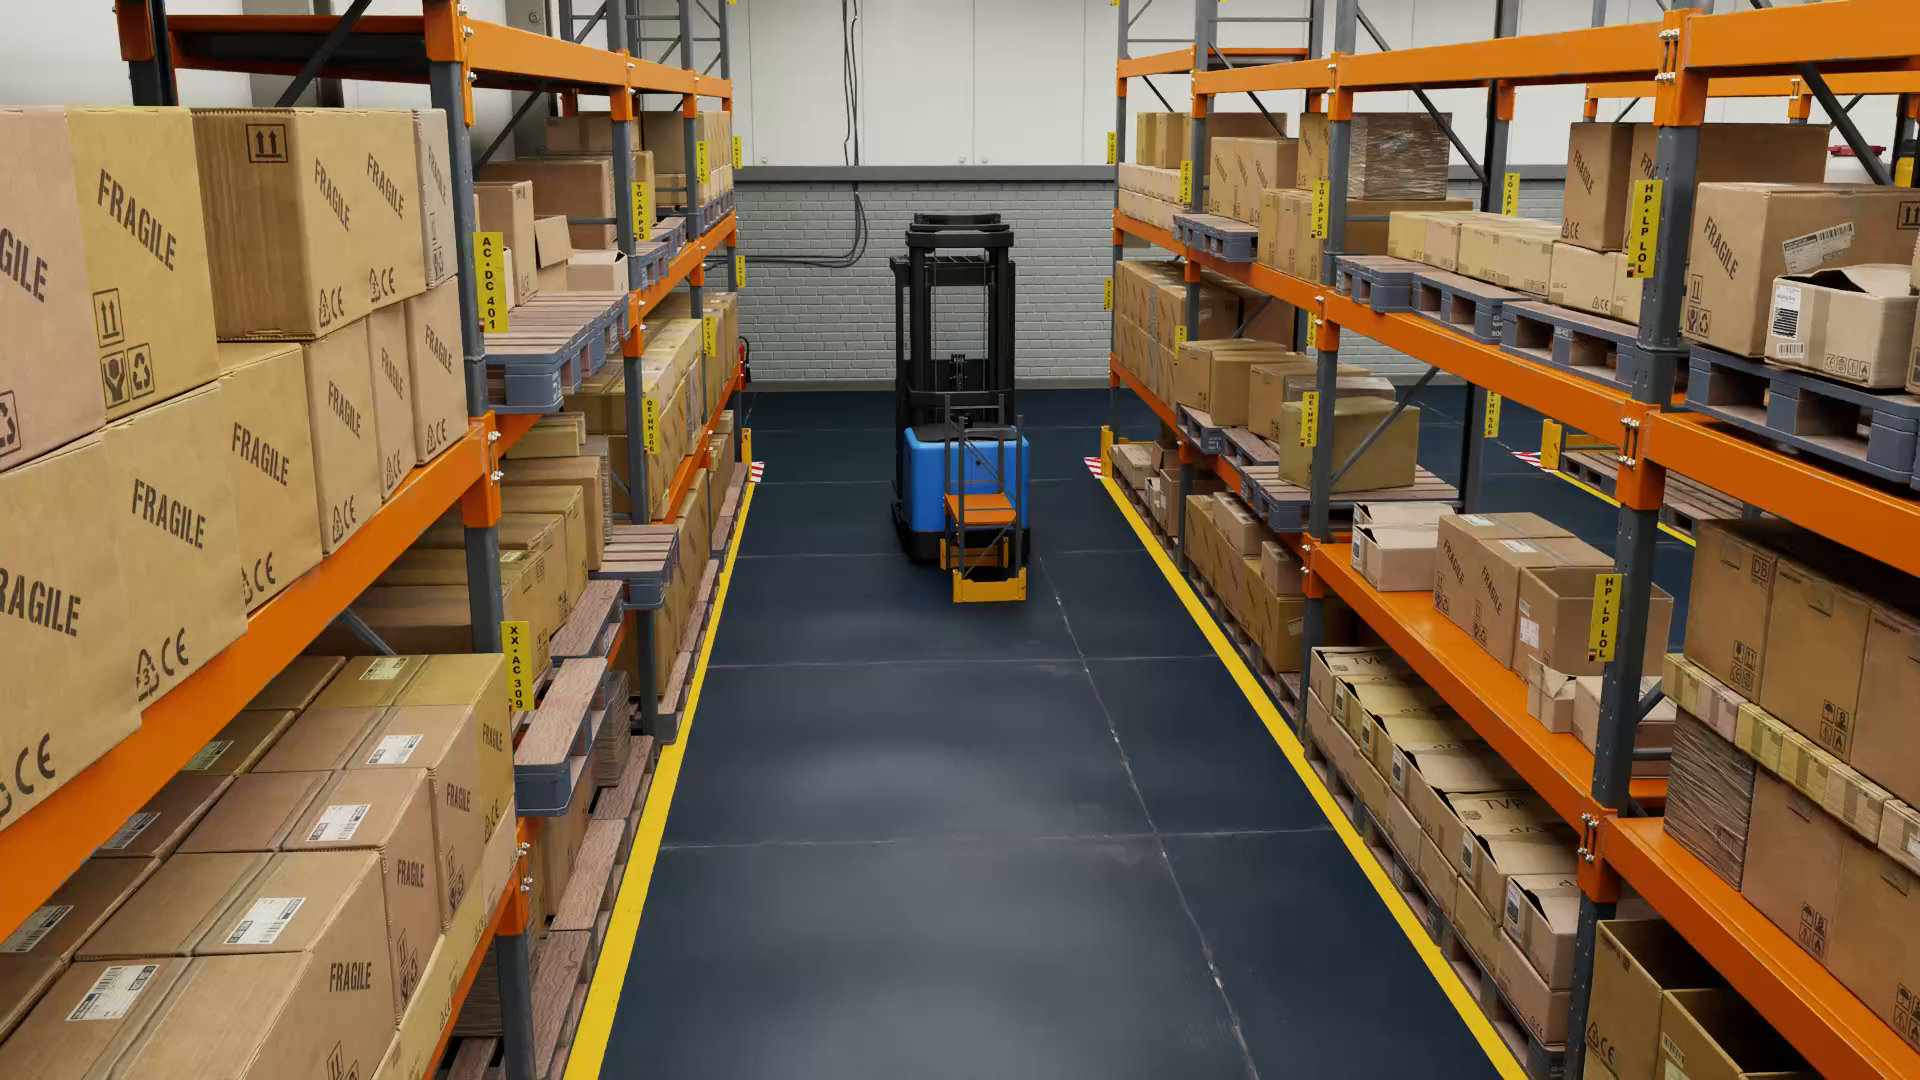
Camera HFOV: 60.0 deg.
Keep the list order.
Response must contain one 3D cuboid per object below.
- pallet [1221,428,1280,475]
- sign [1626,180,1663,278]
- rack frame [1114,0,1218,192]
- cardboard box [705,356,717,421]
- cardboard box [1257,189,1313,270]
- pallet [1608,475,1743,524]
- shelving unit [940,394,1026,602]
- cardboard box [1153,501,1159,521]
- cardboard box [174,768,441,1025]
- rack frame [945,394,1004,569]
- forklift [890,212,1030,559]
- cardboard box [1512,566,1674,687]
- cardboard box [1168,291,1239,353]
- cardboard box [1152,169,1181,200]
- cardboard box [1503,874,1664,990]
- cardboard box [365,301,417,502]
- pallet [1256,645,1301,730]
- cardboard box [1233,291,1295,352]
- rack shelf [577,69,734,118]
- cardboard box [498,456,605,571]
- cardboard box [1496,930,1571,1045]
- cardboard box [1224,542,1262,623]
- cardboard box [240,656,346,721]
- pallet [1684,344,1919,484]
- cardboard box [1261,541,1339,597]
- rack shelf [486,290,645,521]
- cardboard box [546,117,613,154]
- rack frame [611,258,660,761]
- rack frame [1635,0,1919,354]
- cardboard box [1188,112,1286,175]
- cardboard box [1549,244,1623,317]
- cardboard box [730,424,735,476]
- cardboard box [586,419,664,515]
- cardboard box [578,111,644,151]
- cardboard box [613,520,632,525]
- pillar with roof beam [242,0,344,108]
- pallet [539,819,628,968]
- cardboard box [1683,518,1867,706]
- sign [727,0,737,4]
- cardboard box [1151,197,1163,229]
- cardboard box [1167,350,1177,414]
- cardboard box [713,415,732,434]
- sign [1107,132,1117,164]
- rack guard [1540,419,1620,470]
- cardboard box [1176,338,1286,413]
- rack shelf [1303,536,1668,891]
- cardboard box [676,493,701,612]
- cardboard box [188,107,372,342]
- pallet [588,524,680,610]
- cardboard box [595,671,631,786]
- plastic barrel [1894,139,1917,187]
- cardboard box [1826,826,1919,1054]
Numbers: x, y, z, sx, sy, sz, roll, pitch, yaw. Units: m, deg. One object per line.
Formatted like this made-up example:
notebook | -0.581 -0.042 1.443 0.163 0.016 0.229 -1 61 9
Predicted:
pallet | 2.489 -0.593 11.921 1.003 0.211 1.213 -1 14 -3
sign | 2.321 -1.052 5.631 0.100 0.325 0.005 -1 14 -3
rack frame | 2.118 -5.097 17.002 1.000 3.000 0.127 -1 14 -3
cardboard box | -2.595 -1.400 14.071 0.980 0.700 0.700 -1 14 -3
cardboard box | 2.489 -2.068 11.046 0.910 0.500 0.500 -1 14 -3
pallet | 7.147 -0.409 16.415 1.003 0.211 1.213 -1 14 -3
shelving unit | 0.179 -0.368 13.670 0.587 1.500 1.083 -2 15 -6
cardboard box | 1.964 -0.259 15.076 0.380 0.149 0.250 -1 14 -3
cardboard box | -1.687 0.932 4.365 0.500 0.500 0.500 -1 14 -5
rack frame | 0.121 -0.491 14.150 0.500 1.500 0.032 -2 15 -6
forklift | -0.071 -1.575 15.490 1.130 2.935 3.031 -2 15 -6
cardboard box | 2.798 0.422 7.391 0.500 0.500 0.500 0 14 1
cardboard box | 2.076 -1.852 14.220 0.500 0.500 0.500 -1 14 -3
cardboard box | 2.009 -3.185 14.887 0.500 0.250 0.500 -1 14 -3
cardboard box | 2.550 1.553 6.745 0.500 0.311 0.500 -1 14 -3
cardboard box | -1.786 -0.393 4.498 0.500 0.500 0.500 -2 15 -8
pallet | 2.605 0.962 11.088 1.003 0.211 1.213 -1 14 -3
cardboard box | 2.618 -1.851 14.219 0.500 0.500 0.500 -1 14 -2
rack shelf | -2.702 -3.981 14.908 1.077 0.370 4.000 -1 14 -3
cardboard box | -2.229 -0.131 8.657 0.700 0.500 0.500 -2 15 -9
cardboard box | 2.547 1.822 6.824 0.500 0.250 0.500 -1 14 -4
cardboard box | 2.251 0.307 12.171 0.500 0.500 0.500 -1 14 -6
cardboard box | -2.262 0.690 5.306 0.500 0.500 0.500 -1 14 -5
pallet | 2.940 -0.406 4.965 1.003 0.211 1.213 -1 14 -3
cardboard box | 2.314 0.189 11.124 0.500 0.250 0.500 0 14 -1
rack shelf | -2.206 -0.732 7.499 1.077 0.370 4.000 -1 14 -3
cardboard box | -2.605 -2.839 11.657 0.500 0.250 0.500 -1 14 -5
rack frame | -2.330 -0.125 9.716 1.000 3.000 0.127 -1 14 -3
rack frame | 2.862 -2.113 5.403 1.000 3.000 0.127 -1 14 -3
cardboard box | 2.298 -3.303 13.840 0.700 0.500 0.500 -1 14 -3
cardboard box | 2.796 -1.081 6.870 0.500 0.250 0.500 -2 15 -9
cardboard box | -2.683 -0.935 17.038 0.700 0.500 0.500 -1 14 -3
cardboard box | -2.105 -0.452 10.149 0.500 0.500 0.500 0 14 -2
cardboard box | -2.854 -3.285 13.731 0.500 0.500 0.500 -1 14 -4
cardboard box | -2.119 -0.099 10.077 0.380 0.149 0.250 -1 14 -4
pillar with roof beam | 1.184 -2.760 7.919 9.100 9.000 0.400 -1 14 -3
pallet | -2.211 1.722 8.132 1.003 0.211 1.213 -1 14 -3
cardboard box | 2.895 0.226 5.548 0.700 0.500 0.500 -1 14 -3
sign | -2.283 -5.516 16.594 0.100 0.325 0.005 -1 14 -3
cardboard box | 2.010 -2.943 14.949 0.500 0.250 0.500 -1 14 -3
cardboard box | 2.079 -1.366 14.339 0.500 0.500 0.500 -1 14 -3
cardboard box | -2.476 -1.156 16.597 0.380 0.149 0.250 0 14 -2
sign | 1.577 -4.060 17.234 0.100 0.325 0.005 -1 14 -3
rack guard | 7.048 -1.063 18.377 1.175 0.500 0.348 -1 14 -3
cardboard box | 2.172 -1.328 13.347 0.700 0.500 0.500 -6 16 -22
rack shelf | 2.738 0.643 8.174 1.077 0.370 4.000 -1 14 -3
cardboard box | -2.350 0.099 12.319 0.750 0.750 0.750 0 14 -2
cardboard box | -1.693 -0.739 3.835 0.500 0.500 0.500 -1 14 -5
pallet | -2.180 0.143 9.058 1.213 0.211 1.003 -1 14 -3
cardboard box | -2.233 1.051 9.280 0.700 0.500 0.500 -1 14 -3
plastic barrel | 7.569 -2.796 12.857 0.600 0.588 0.600 0 14 0
cardboard box | 2.962 1.110 4.715 0.700 0.500 0.500 -1 14 -3
